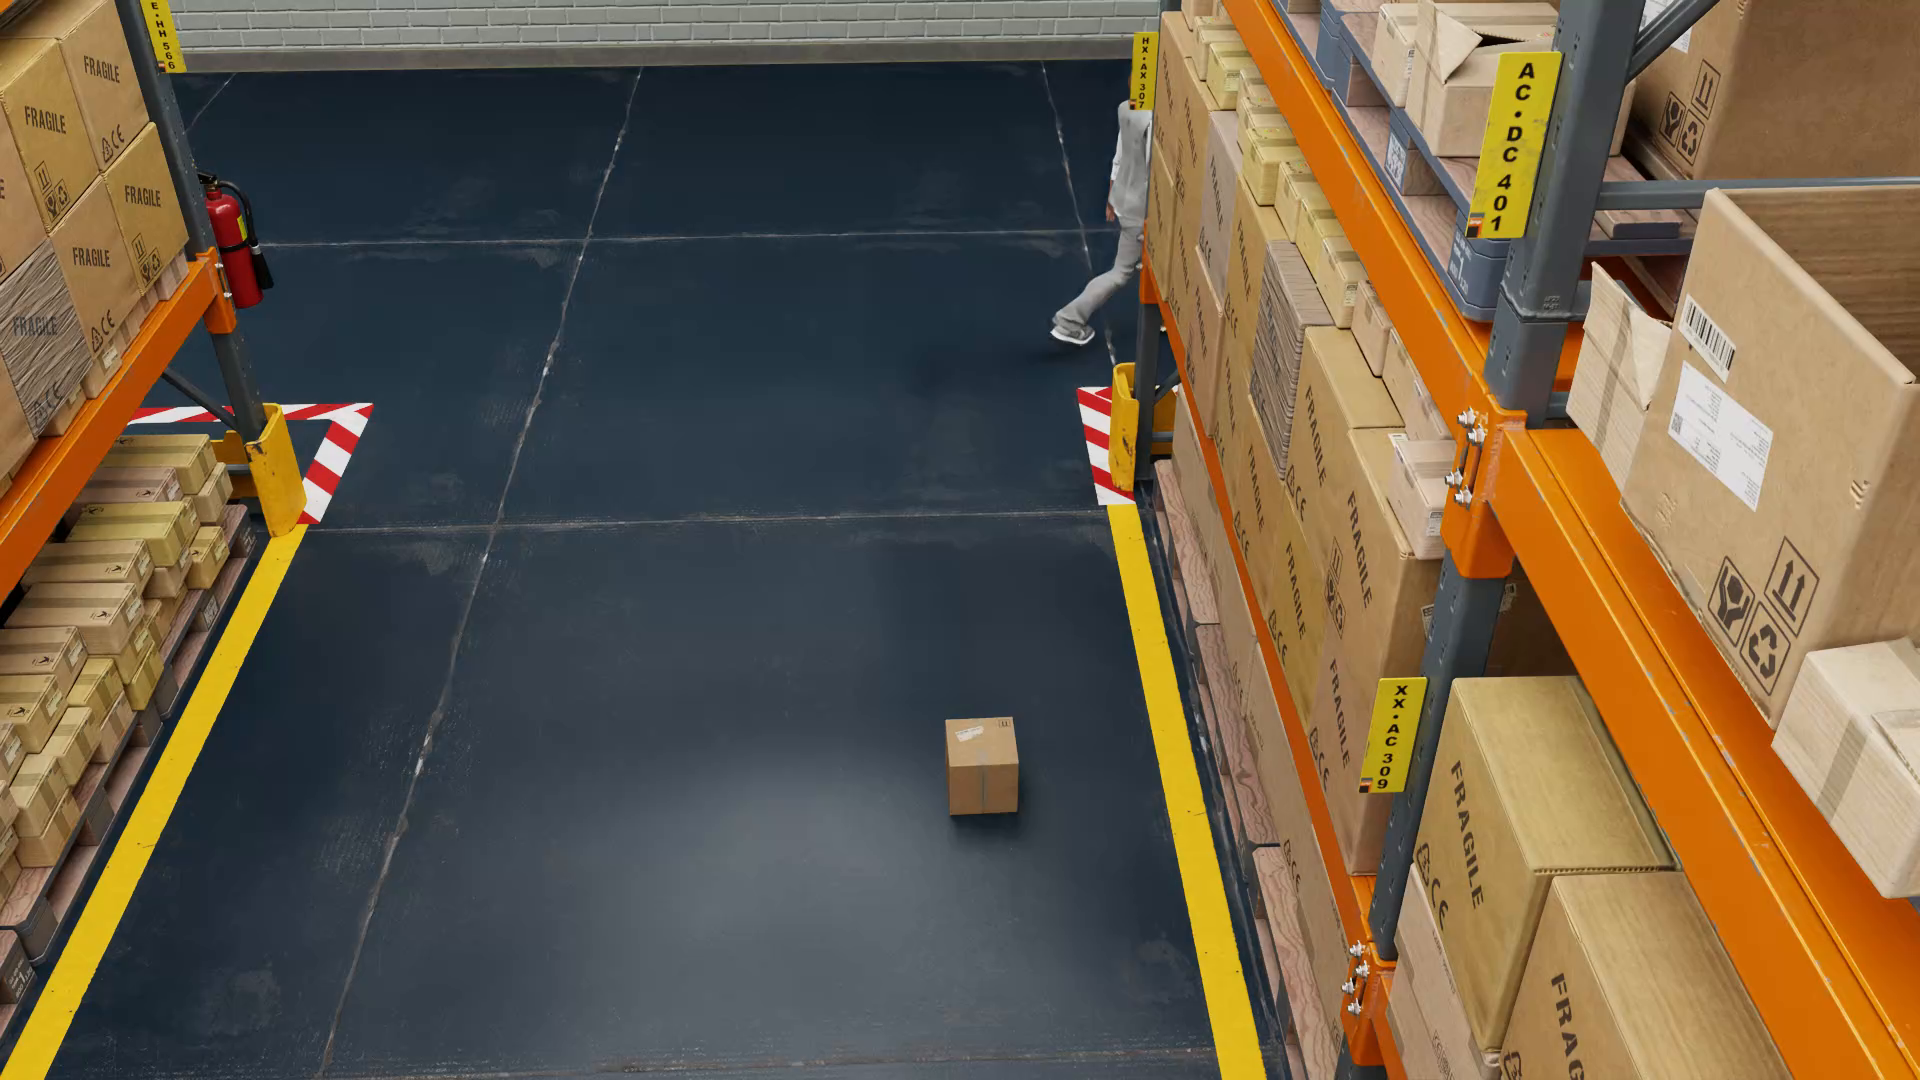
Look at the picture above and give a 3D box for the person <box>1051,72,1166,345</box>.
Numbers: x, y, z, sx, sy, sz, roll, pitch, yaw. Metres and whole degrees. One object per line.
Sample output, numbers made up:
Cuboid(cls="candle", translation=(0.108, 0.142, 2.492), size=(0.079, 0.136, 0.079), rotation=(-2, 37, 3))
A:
Cuboid(cls="person", translation=(0.912, -1.697, 8.516), size=(0.920, 1.536, 0.450), rotation=(-9, 37, -13))
